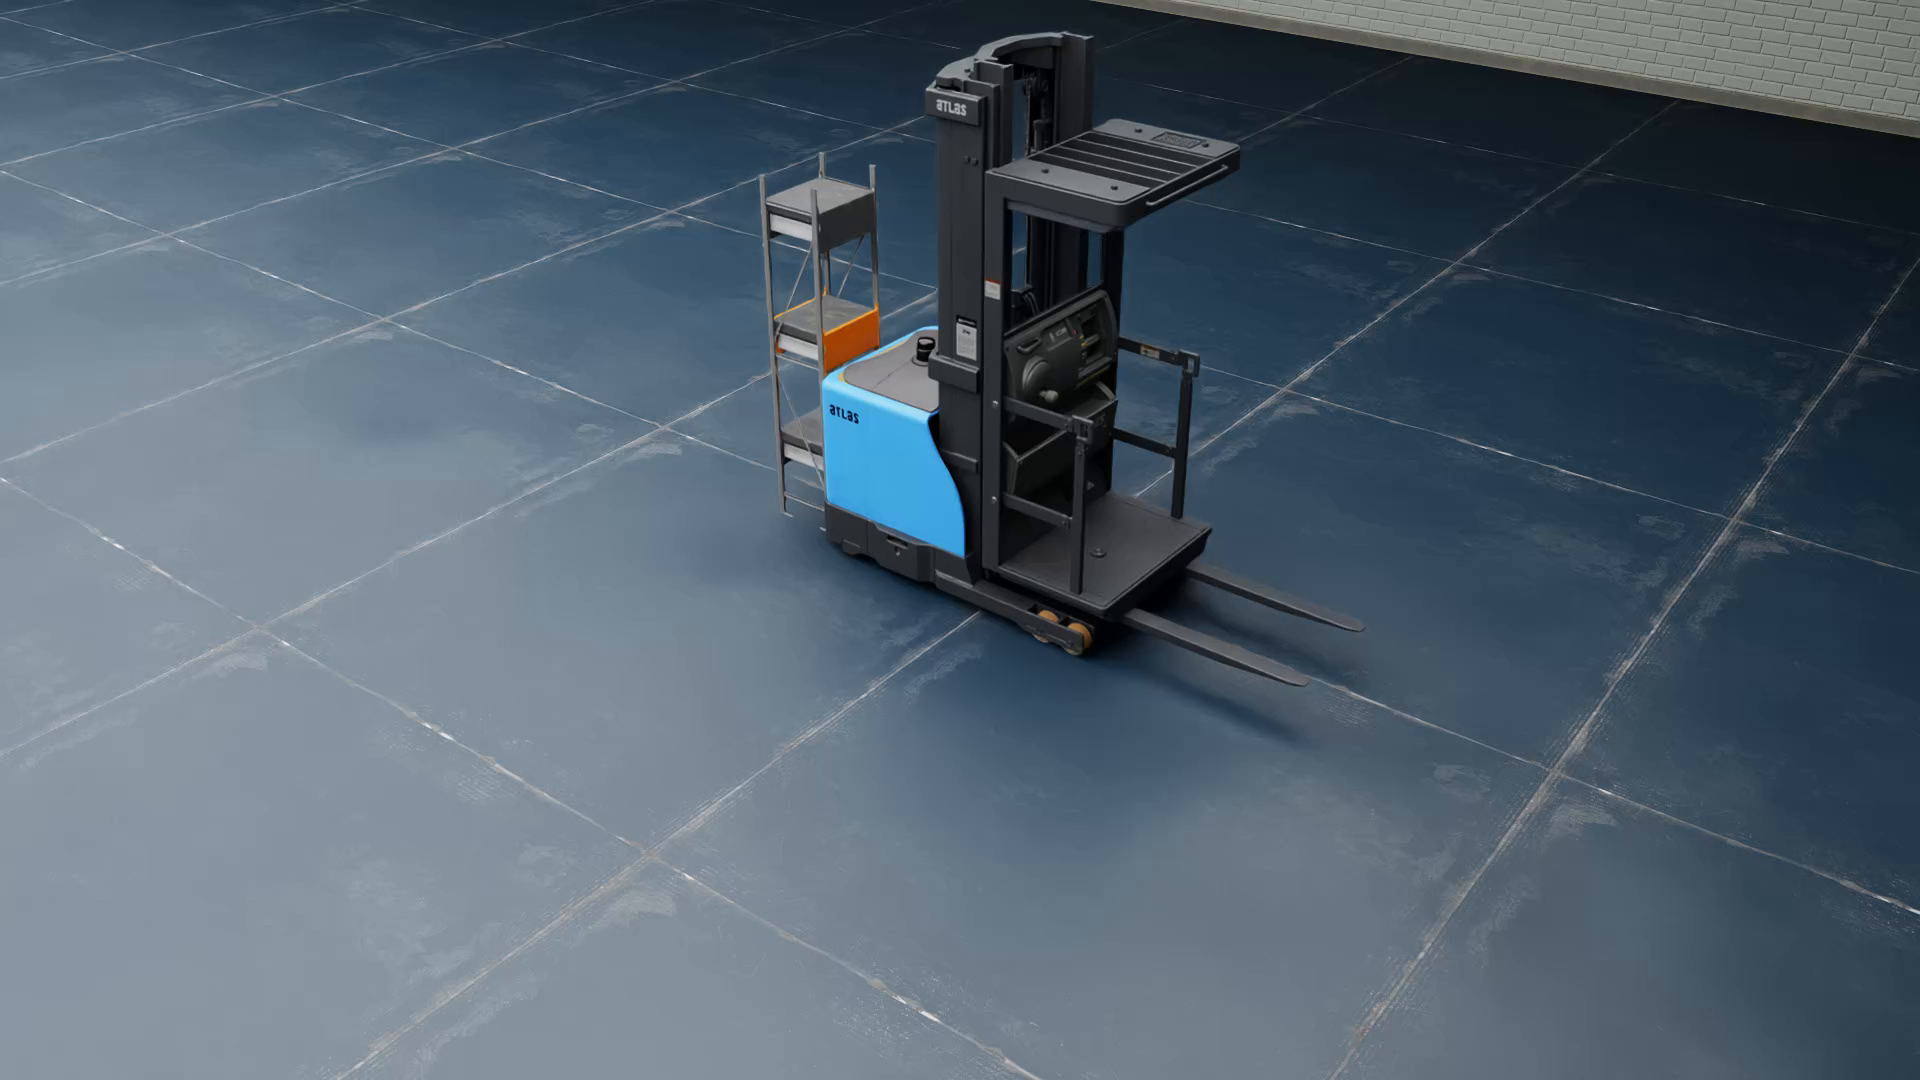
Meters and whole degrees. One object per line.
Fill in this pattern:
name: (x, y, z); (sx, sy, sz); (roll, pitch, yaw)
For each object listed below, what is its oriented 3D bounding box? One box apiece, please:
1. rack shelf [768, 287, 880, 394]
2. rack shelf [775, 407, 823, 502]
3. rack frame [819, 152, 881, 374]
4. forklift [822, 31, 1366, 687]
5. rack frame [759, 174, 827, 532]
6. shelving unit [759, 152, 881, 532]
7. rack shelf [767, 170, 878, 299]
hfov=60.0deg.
rack shelf: (-0.771, -1.091, 9.559); (0.431, 0.518, 0.480); (21, 37, 31)
rack shelf: (-0.771, -0.489, 9.916); (0.431, 0.518, 0.480); (21, 37, 31)
rack frame: (-0.624, -1.202, 9.719); (0.400, 2.100, 0.015); (21, 37, 31)
forklift: (0.693, -0.963, 8.501); (3.031, 2.935, 1.130); (22, 37, 32)
rack frame: (-0.918, -1.004, 9.384); (0.400, 2.100, 0.015); (21, 37, 31)
shelving unit: (-0.771, -1.103, 9.552); (0.431, 2.100, 0.503); (21, 37, 31)
rack shelf: (-0.771, -1.694, 9.202); (0.431, 0.518, 0.480); (21, 37, 31)
